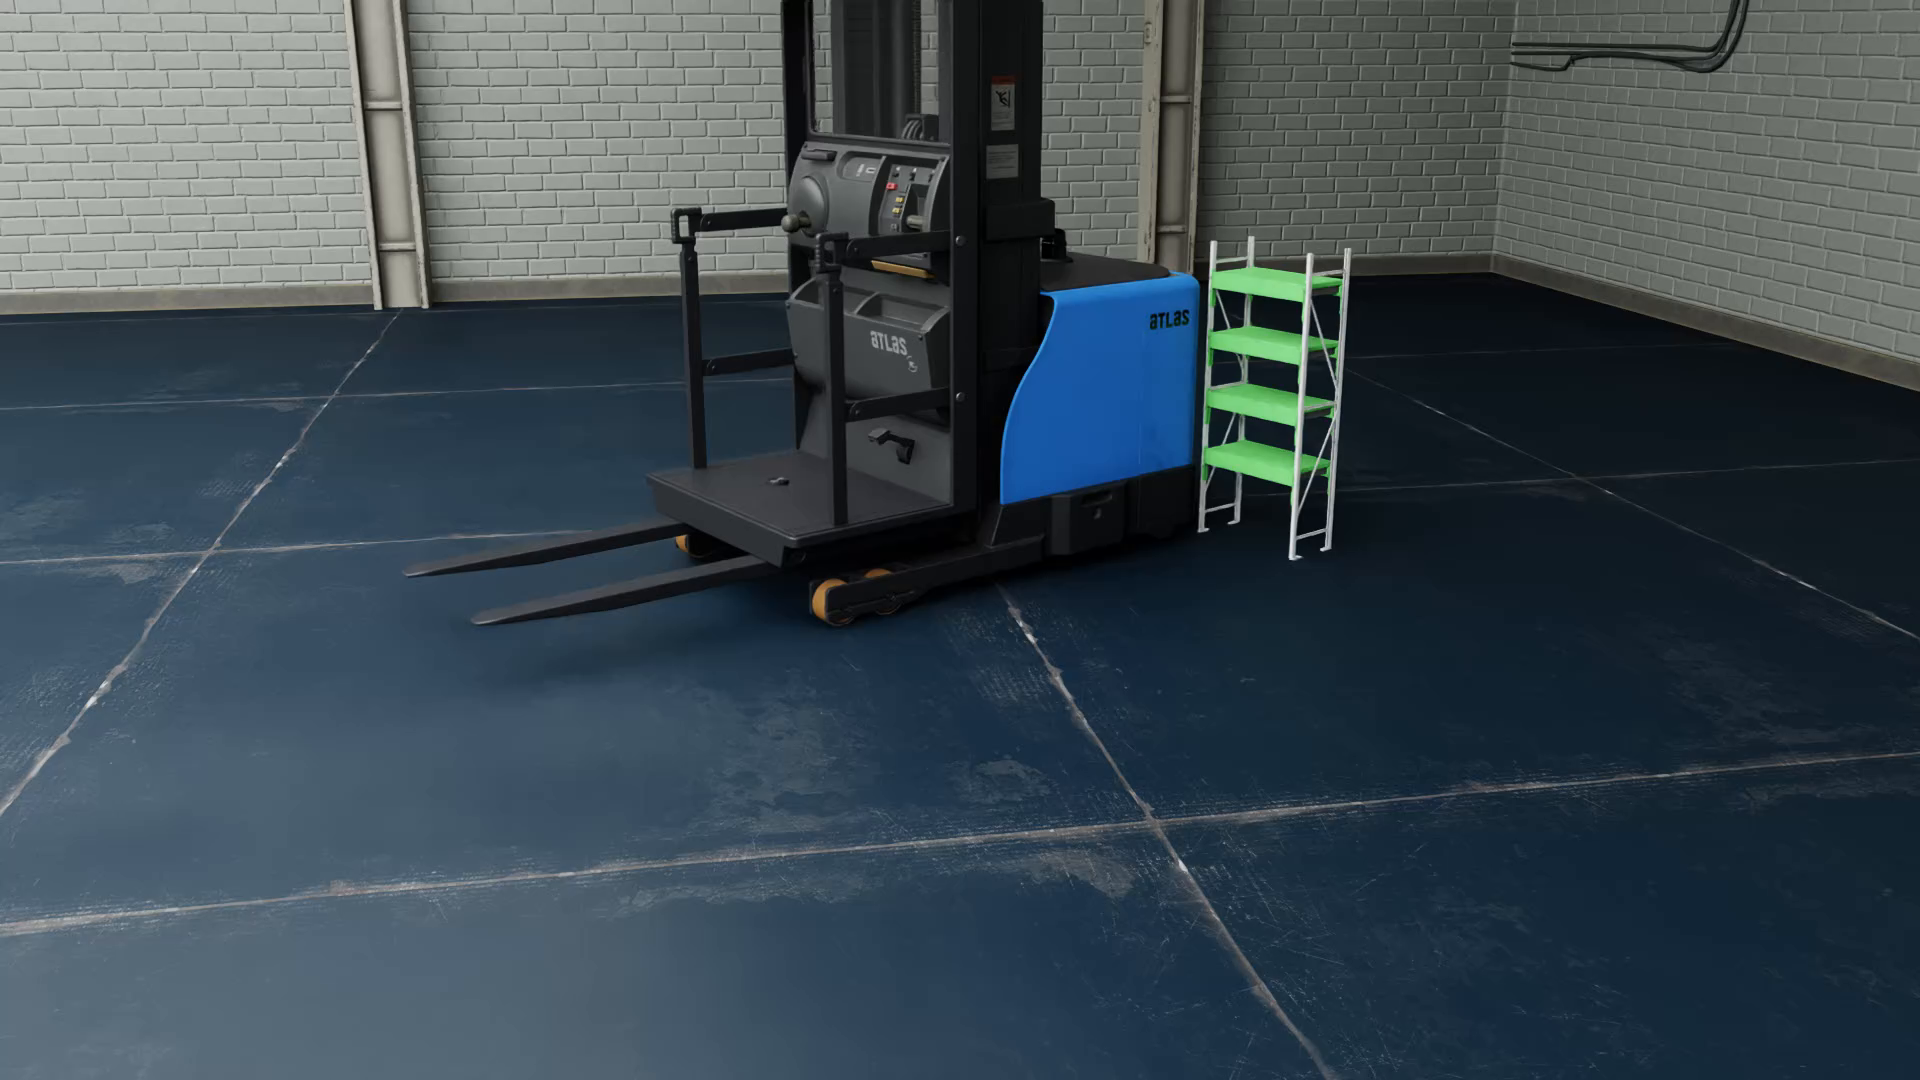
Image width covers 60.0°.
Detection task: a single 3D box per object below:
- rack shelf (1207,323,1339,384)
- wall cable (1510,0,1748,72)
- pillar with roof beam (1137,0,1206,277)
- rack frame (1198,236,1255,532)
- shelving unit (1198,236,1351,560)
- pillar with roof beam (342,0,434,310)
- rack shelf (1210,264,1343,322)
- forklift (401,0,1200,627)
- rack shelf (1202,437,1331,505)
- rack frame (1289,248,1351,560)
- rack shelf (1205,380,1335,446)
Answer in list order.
[{"bbox_3d":[1.244,-0.742,6.586,0.258,0.148,0.480,-13,21,-37],"label":"rack shelf"},{"bbox_3d":[4.829,-4.709,12.106,0.112,2.526,3.097,-3,17,-10],"label":"wall cable"},{"bbox_3d":[2.502,-5.170,8.317,0.400,9.000,9.100,-3,17,-10],"label":"pillar with roof beam"},{"bbox_3d":[1.091,-0.630,6.819,0.240,1.200,0.015,-13,21,-37],"label":"rack frame"},{"bbox_3d":[1.244,-0.574,6.637,0.258,1.200,0.503,-13,21,-37],"label":"shelving unit"},{"bbox_3d":[-3.389,-4.835,7.229,0.400,9.000,9.100,-3,17,-10],"label":"pillar with roof beam"},{"bbox_3d":[1.244,-0.972,6.515,0.258,0.148,0.480,-13,21,-37],"label":"rack shelf"},{"bbox_3d":[-0.513,-1.272,5.961,3.031,2.935,1.130,-13,21,-36],"label":"forklift"},{"bbox_3d":[1.244,-0.284,6.727,0.258,0.148,0.480,-13,21,-37],"label":"rack shelf"},{"bbox_3d":[1.396,-0.518,6.455,0.240,1.200,0.015,-13,21,-37],"label":"rack frame"},{"bbox_3d":[1.244,-0.513,6.656,0.258,0.148,0.480,-13,21,-37],"label":"rack shelf"}]
